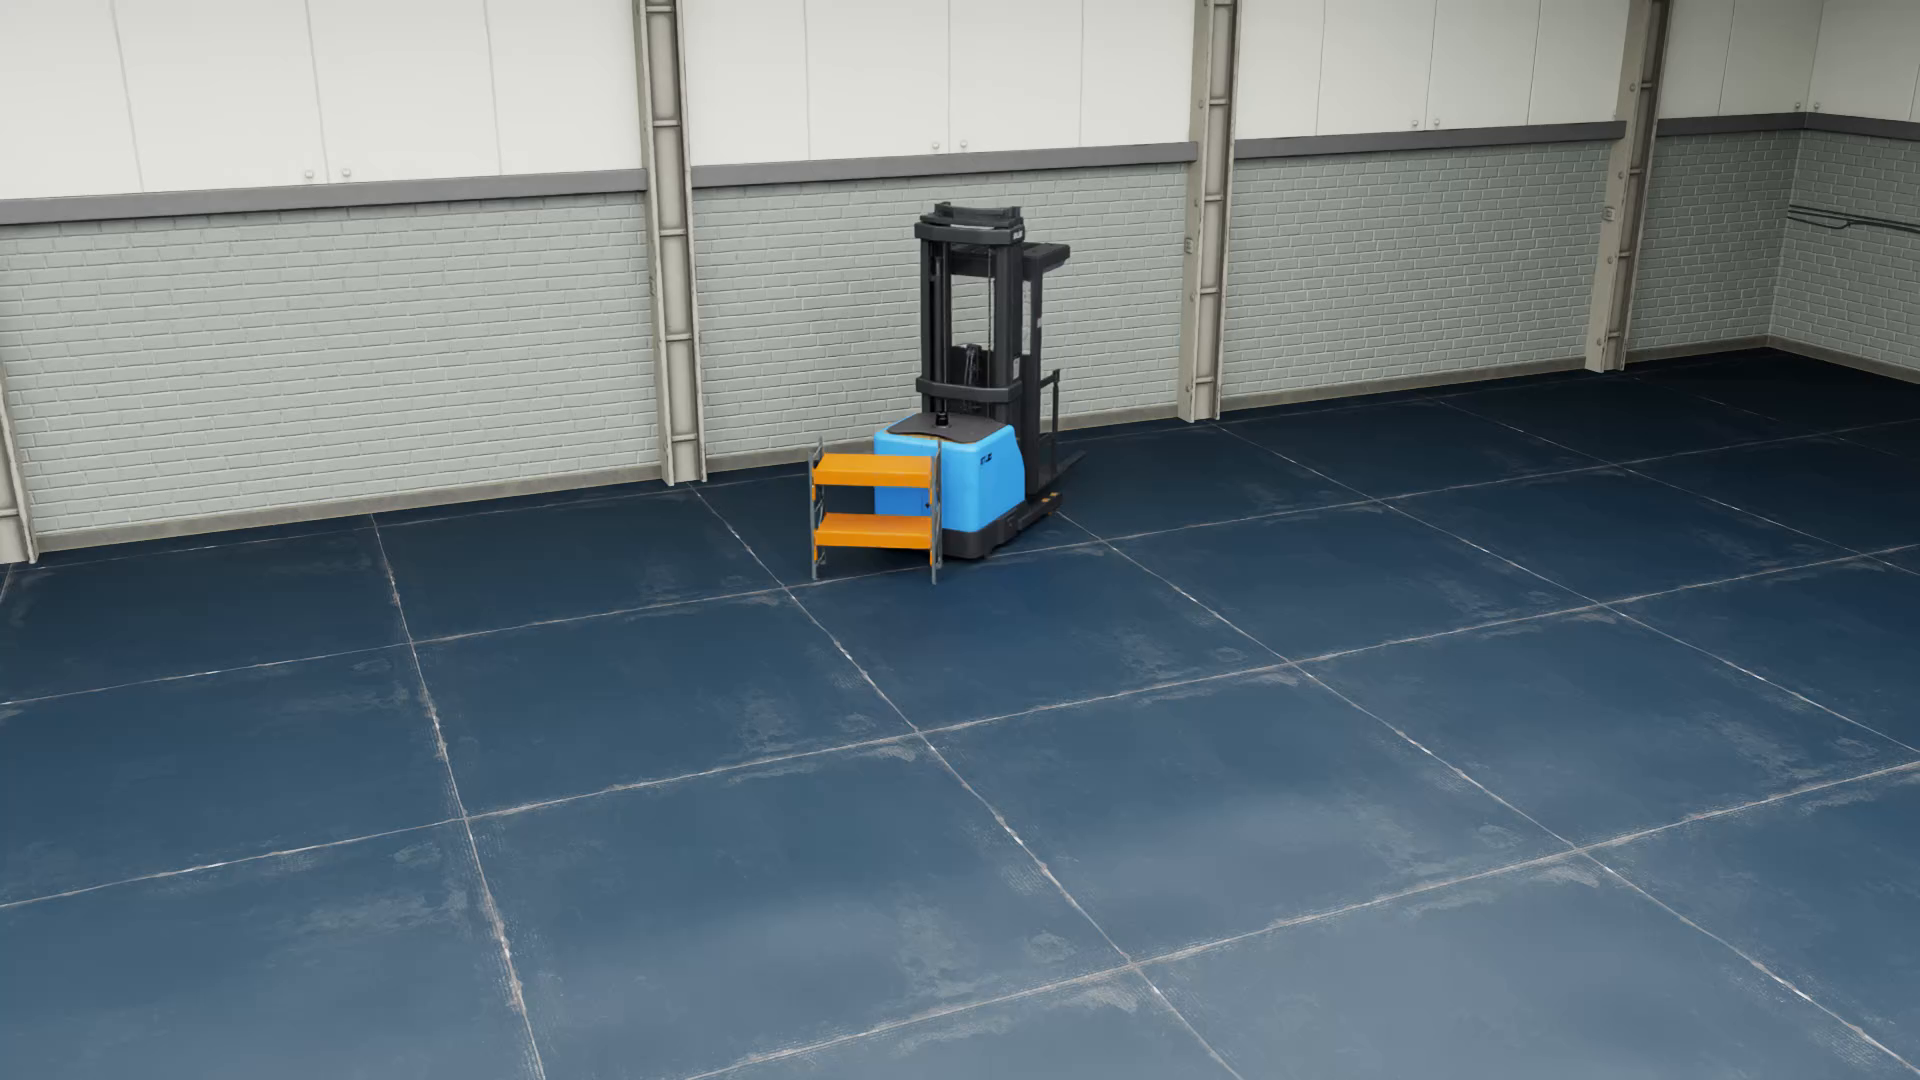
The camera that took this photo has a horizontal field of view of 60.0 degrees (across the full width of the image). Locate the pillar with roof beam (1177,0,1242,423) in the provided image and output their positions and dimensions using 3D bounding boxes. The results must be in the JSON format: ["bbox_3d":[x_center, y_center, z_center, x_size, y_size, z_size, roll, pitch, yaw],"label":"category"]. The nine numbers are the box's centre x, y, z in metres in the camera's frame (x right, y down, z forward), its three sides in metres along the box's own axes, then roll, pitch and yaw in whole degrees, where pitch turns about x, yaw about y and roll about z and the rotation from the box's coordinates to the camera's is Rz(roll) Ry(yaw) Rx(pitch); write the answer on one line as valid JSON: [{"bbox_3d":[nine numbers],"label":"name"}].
[{"bbox_3d":[4.430,-4.333,13.813,0.400,9.000,9.100,-8,21,-22],"label":"pillar with roof beam"}]

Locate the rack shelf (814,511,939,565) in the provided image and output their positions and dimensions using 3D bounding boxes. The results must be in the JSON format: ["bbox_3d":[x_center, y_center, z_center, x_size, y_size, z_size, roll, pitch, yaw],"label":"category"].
[{"bbox_3d":[-0.703,-0.022,14.161,1.000,0.278,0.538,2,19,6],"label":"rack shelf"}]

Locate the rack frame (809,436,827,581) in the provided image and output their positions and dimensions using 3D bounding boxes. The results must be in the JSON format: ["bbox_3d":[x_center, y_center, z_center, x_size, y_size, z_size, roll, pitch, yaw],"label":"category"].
[{"bbox_3d":[-1.209,-0.270,14.129,0.032,1.125,0.500,2,19,6],"label":"rack frame"}]

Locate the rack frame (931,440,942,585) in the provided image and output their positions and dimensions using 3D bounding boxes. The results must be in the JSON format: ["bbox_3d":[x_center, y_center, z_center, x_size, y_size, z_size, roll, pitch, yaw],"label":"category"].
[{"bbox_3d":[-0.197,-0.235,14.030,0.032,1.125,0.500,2,19,6],"label":"rack frame"}]

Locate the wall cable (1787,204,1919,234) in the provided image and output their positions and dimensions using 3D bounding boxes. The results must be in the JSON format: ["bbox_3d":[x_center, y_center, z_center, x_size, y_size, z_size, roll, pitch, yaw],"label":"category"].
[{"bbox_3d":[11.463,-4.955,20.254,0.112,2.526,3.097,-8,21,-22],"label":"wall cable"}]

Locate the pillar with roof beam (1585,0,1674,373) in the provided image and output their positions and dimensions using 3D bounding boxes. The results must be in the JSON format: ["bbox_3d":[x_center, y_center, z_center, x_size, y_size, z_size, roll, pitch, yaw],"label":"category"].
[{"bbox_3d":[9.940,-5.123,16.054,0.400,9.000,9.100,-8,21,-22],"label":"pillar with roof beam"}]

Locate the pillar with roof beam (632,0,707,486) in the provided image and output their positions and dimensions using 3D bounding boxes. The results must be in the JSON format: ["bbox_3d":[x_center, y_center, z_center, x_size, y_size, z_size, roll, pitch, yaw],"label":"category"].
[{"bbox_3d":[-1.079,-3.544,11.571,0.400,9.000,9.100,-8,21,-22],"label":"pillar with roof beam"}]

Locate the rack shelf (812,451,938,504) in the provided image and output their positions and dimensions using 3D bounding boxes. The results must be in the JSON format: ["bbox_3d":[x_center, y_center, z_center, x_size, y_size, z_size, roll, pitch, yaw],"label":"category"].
[{"bbox_3d":[-0.703,-0.529,13.982,1.000,0.278,0.538,2,19,6],"label":"rack shelf"}]

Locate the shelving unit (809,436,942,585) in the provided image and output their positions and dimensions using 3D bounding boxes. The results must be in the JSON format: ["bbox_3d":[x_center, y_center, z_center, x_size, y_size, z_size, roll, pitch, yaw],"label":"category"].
[{"bbox_3d":[-0.703,-0.253,14.080,1.048,1.125,0.538,2,19,6],"label":"shelving unit"}]

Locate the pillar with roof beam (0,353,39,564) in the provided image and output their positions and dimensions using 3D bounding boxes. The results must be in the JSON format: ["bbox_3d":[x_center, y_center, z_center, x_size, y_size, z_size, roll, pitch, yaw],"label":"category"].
[{"bbox_3d":[-6.588,-2.755,9.329,0.400,9.000,9.100,-8,21,-22],"label":"pillar with roof beam"}]

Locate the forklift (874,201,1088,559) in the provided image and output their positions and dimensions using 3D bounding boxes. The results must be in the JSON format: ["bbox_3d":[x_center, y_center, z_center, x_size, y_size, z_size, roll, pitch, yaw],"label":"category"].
[{"bbox_3d":[0.333,-1.669,15.382,1.130,2.935,3.031,9,21,25],"label":"forklift"}]
